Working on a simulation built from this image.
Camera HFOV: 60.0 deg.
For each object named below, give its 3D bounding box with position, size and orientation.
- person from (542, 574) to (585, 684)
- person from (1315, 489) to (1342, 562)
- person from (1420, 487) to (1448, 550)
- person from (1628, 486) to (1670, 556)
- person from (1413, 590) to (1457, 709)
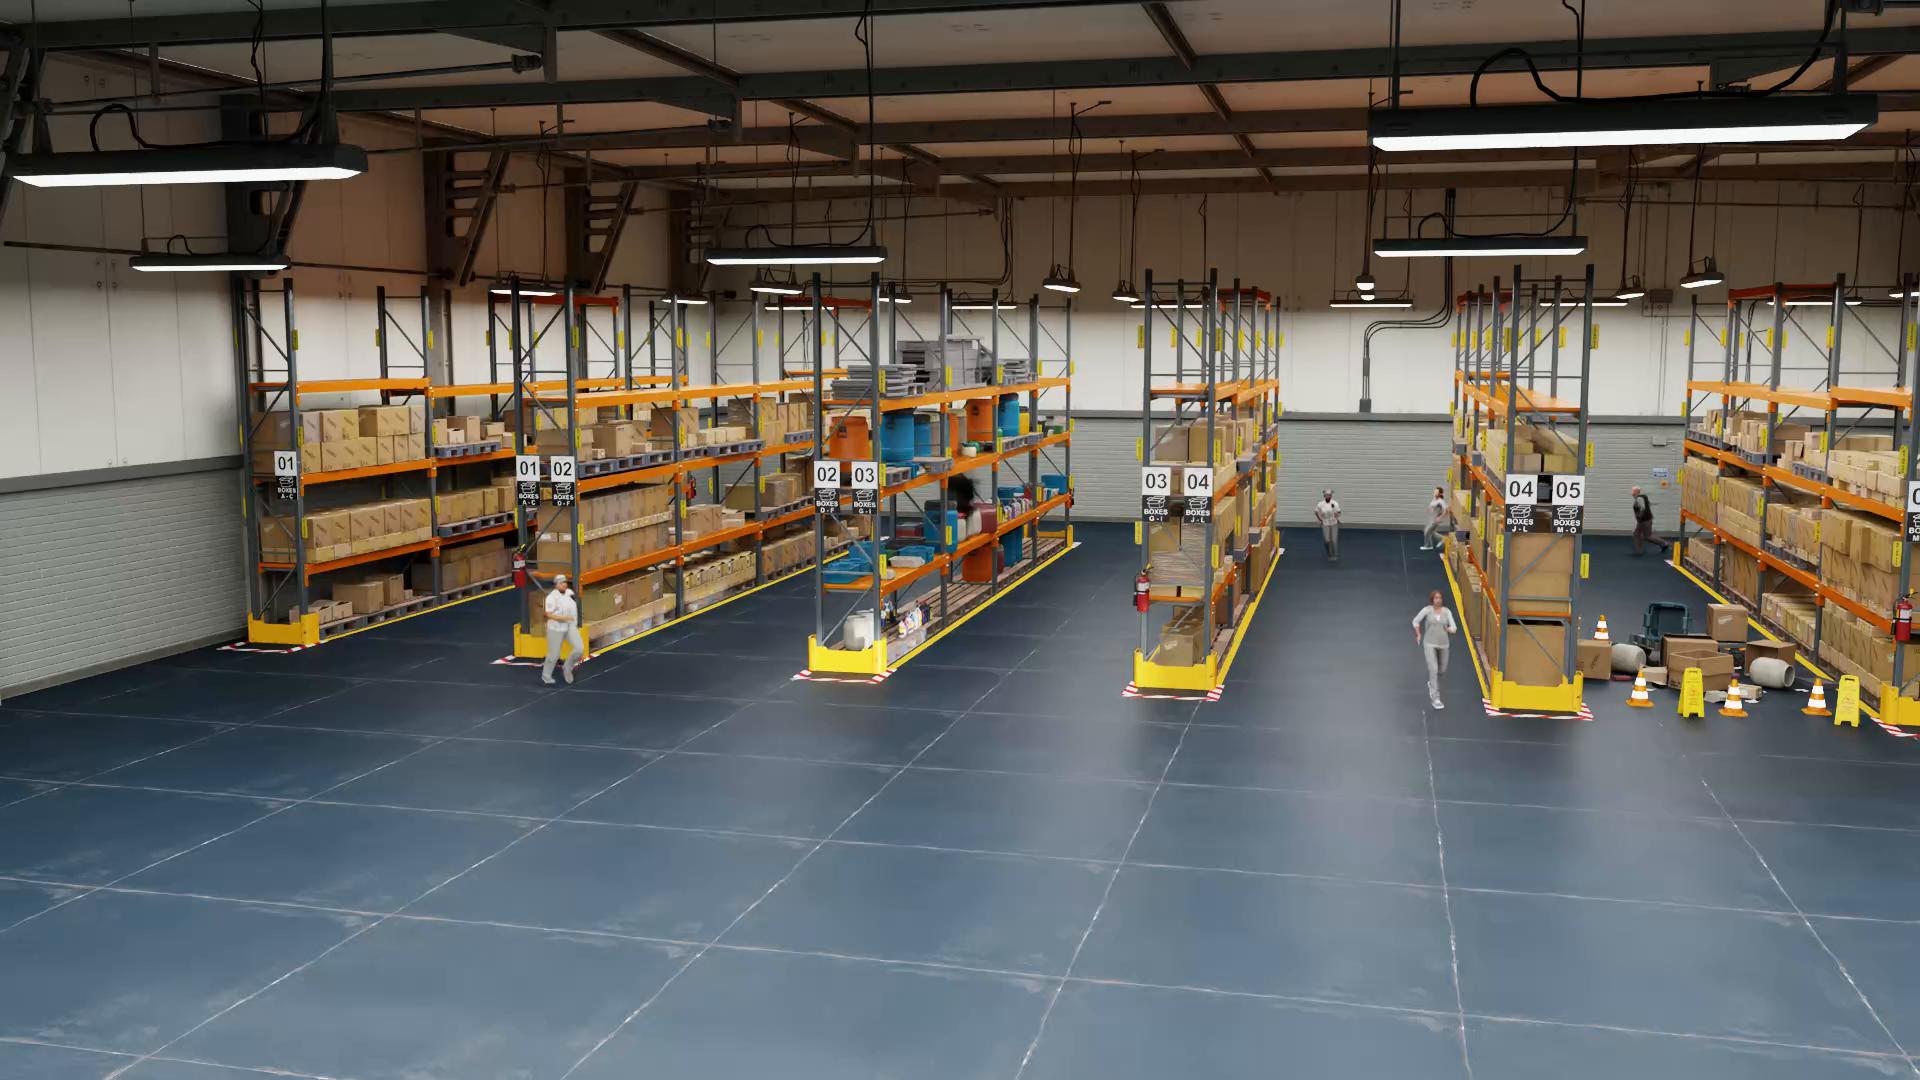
[{"bbox_3d":[-5.761,1.292,24.103,0.579,1.621,0.808,-6,9,-43],"label":"person"},{"bbox_3d":[8.330,-0.322,37.601,0.585,1.675,0.628,1,7,7],"label":"person"},{"bbox_3d":[11.336,-0.500,39.553,0.587,1.553,0.707,0,7,2],"label":"person"},{"bbox_3d":[15.981,-0.415,38.525,0.906,1.665,0.651,4,8,27],"label":"person"},{"bbox_3d":[6.520,1.465,22.792,0.544,1.563,0.878,0,7,1],"label":"person"}]
